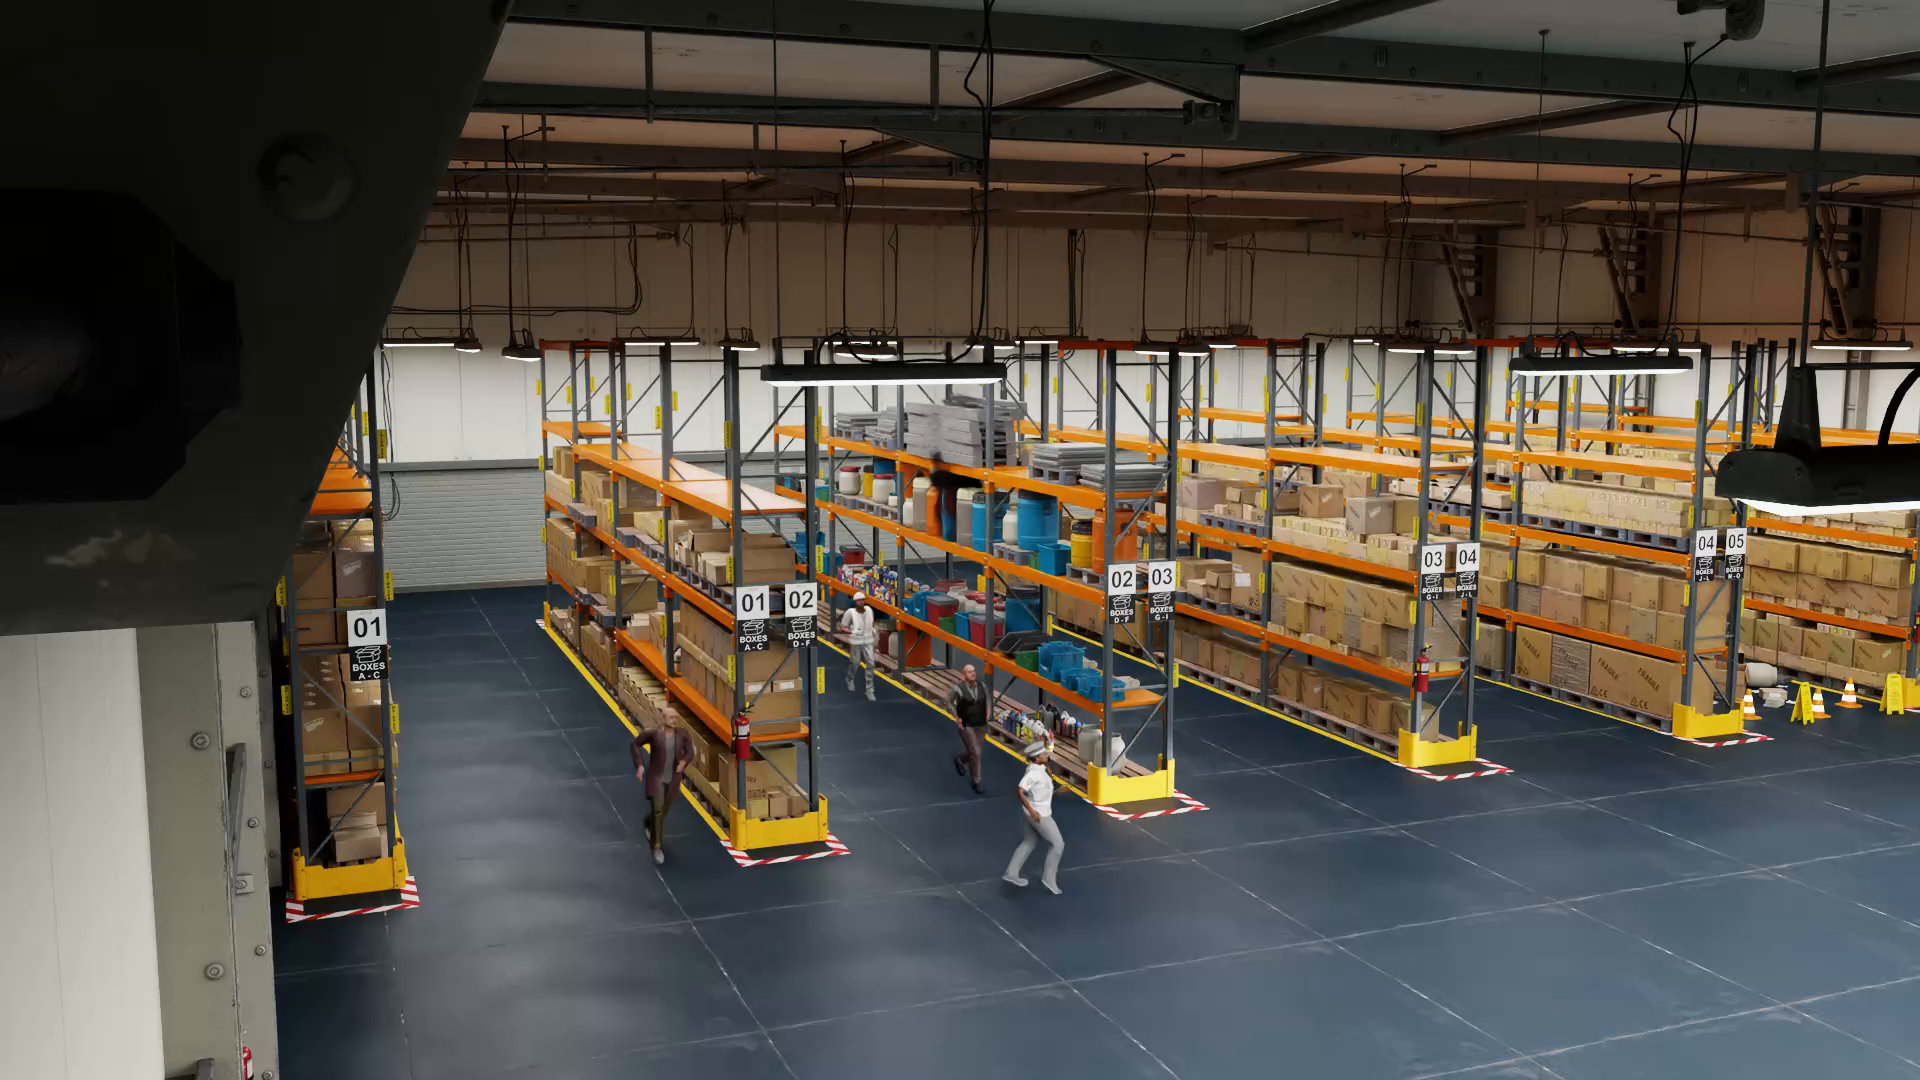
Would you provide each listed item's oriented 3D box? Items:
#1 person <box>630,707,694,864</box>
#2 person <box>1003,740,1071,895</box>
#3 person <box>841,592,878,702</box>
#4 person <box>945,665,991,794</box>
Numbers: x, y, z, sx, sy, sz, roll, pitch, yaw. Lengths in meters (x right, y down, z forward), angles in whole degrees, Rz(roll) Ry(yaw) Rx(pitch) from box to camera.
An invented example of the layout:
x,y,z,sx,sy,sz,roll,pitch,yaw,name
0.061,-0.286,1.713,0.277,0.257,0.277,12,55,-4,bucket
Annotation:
x,y,z,sx,sy,sz,roll,pitch,yaw,name
-3.547,2.873,19.980,0.740,1.760,1.020,-4,9,-30,person
0.869,3.099,18.531,0.738,1.758,0.543,-1,7,-7,person
-1.695,1.778,28.225,0.686,1.819,0.924,-3,8,-23,person
0.140,2.546,22.742,0.656,1.722,0.800,-4,9,-30,person
